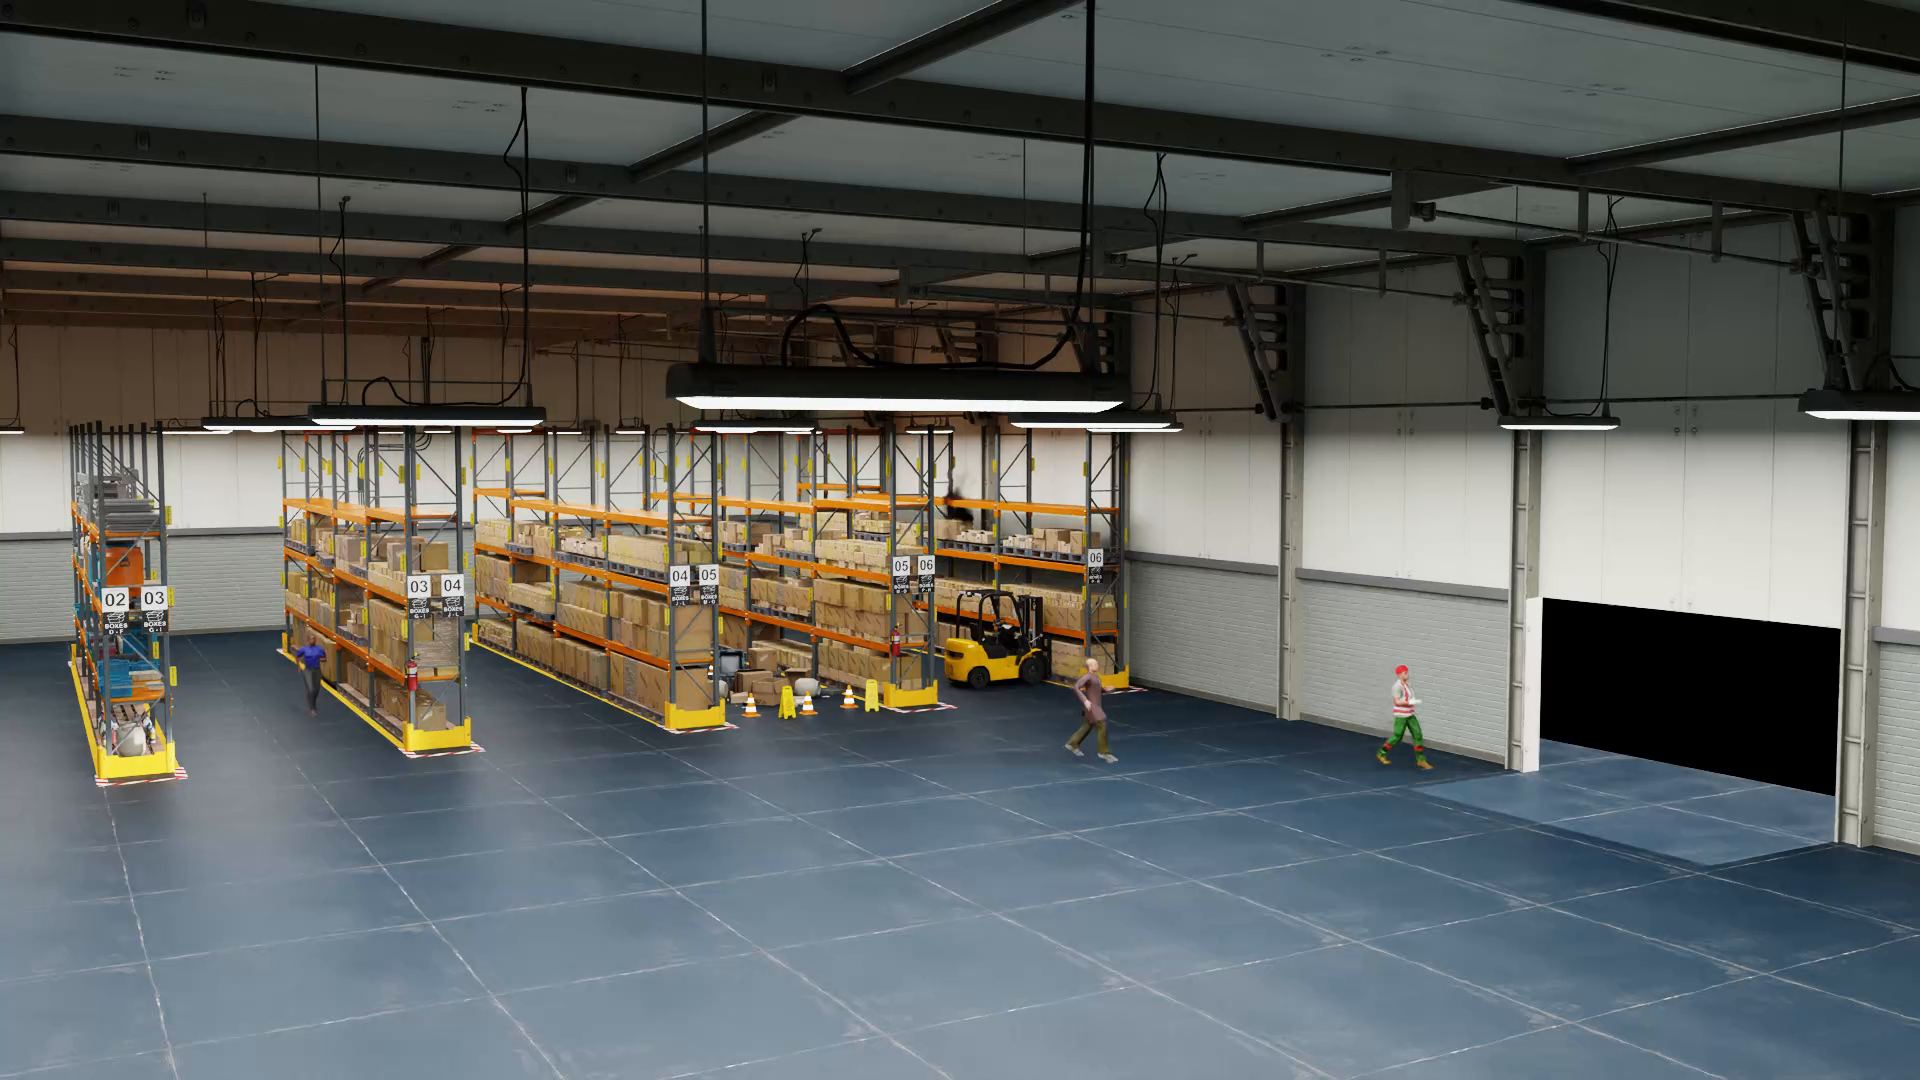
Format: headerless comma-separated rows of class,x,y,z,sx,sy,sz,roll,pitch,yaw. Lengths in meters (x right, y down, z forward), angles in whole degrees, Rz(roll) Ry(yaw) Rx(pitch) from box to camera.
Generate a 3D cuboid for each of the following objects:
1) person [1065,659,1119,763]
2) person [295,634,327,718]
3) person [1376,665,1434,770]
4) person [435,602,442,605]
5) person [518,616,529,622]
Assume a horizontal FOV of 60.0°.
person,2.327,2.996,29.370,0.991,1.807,0.687,1,4,13
person,-13.326,2.765,34.218,0.562,1.682,0.867,-3,4,-38
person,7.693,3.039,28.698,0.992,1.775,0.670,3,5,42
person,-14.195,2.169,45.140,0.551,1.538,0.550,-1,4,-21
person,-12.887,1.916,48.129,0.913,1.625,0.656,1,4,22
